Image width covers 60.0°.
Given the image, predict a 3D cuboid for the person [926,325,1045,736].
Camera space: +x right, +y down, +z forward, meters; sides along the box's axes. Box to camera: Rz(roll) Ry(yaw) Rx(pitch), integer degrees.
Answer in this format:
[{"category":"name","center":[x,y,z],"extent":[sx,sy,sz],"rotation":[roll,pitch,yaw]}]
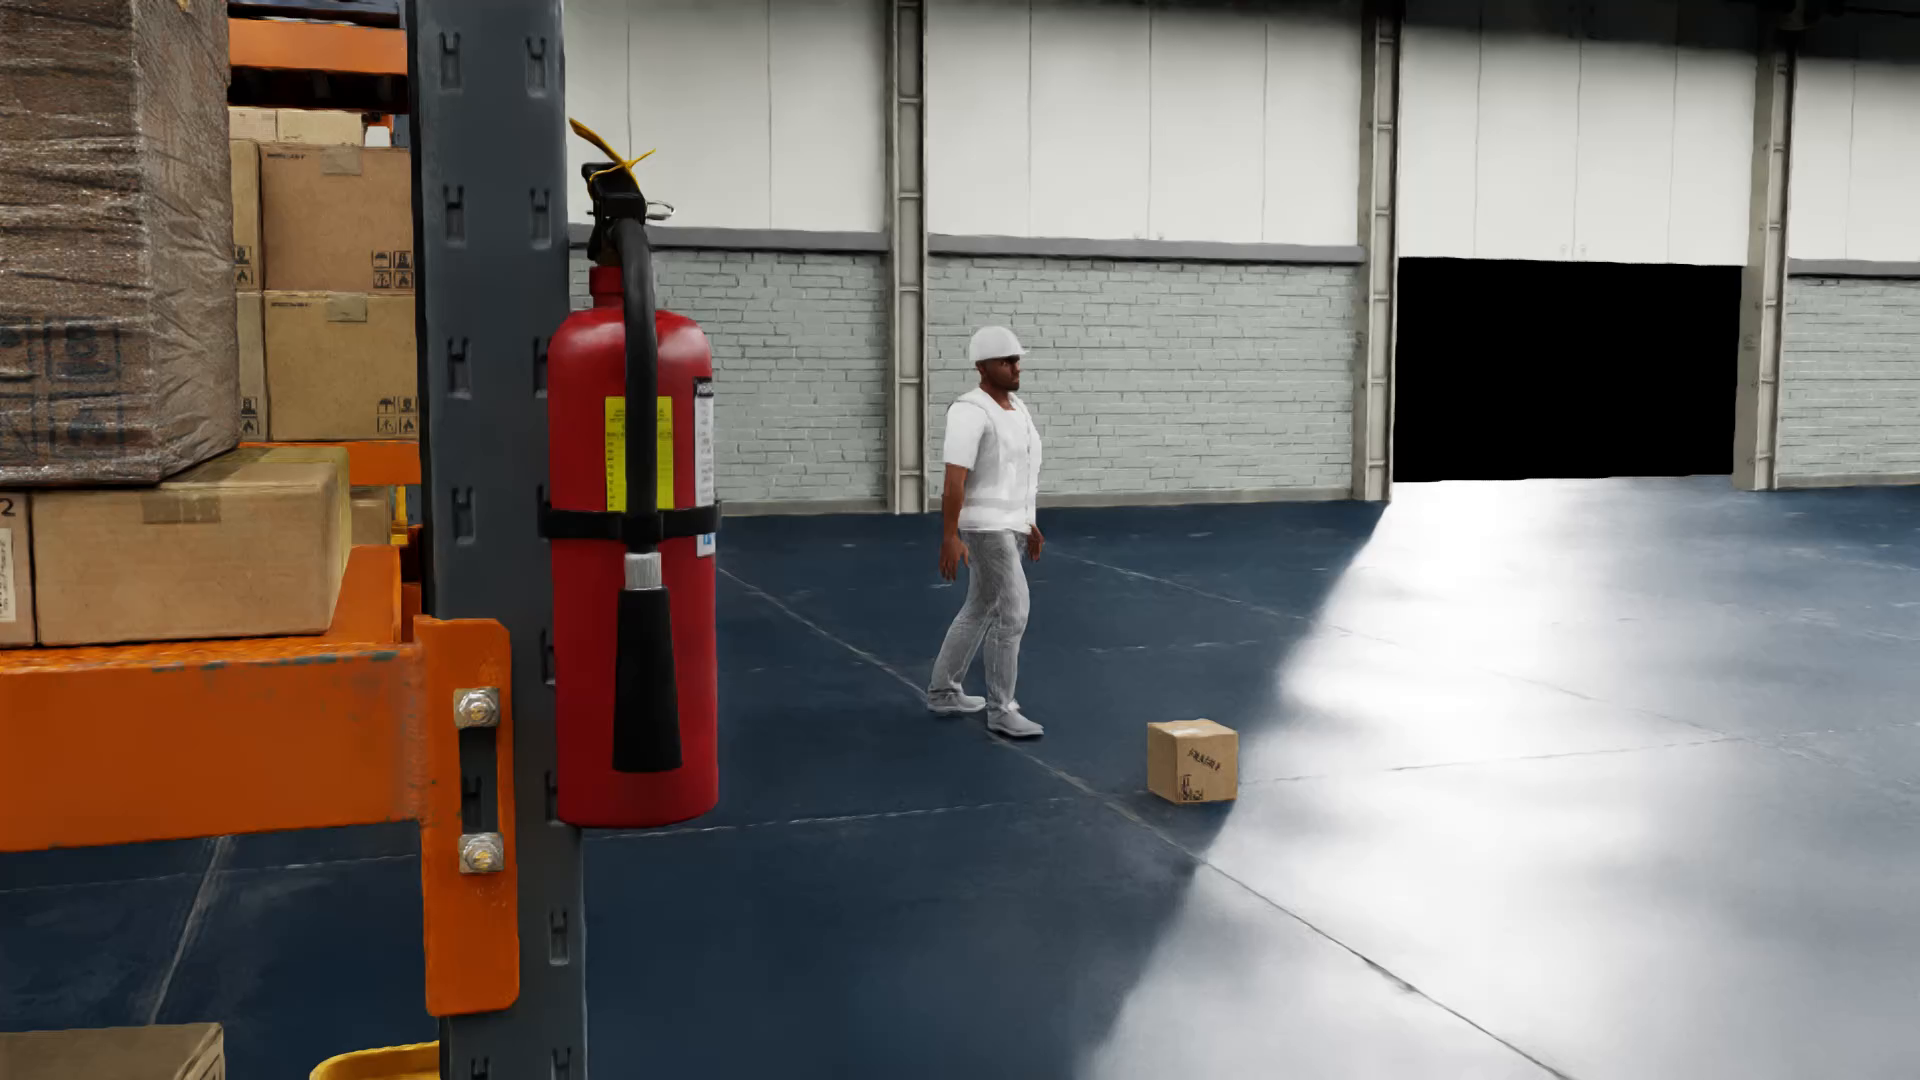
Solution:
[{"category":"person","center":[0.110,-0.048,7.232],"extent":[0.630,1.754,0.655],"rotation":[2,6,23]}]
